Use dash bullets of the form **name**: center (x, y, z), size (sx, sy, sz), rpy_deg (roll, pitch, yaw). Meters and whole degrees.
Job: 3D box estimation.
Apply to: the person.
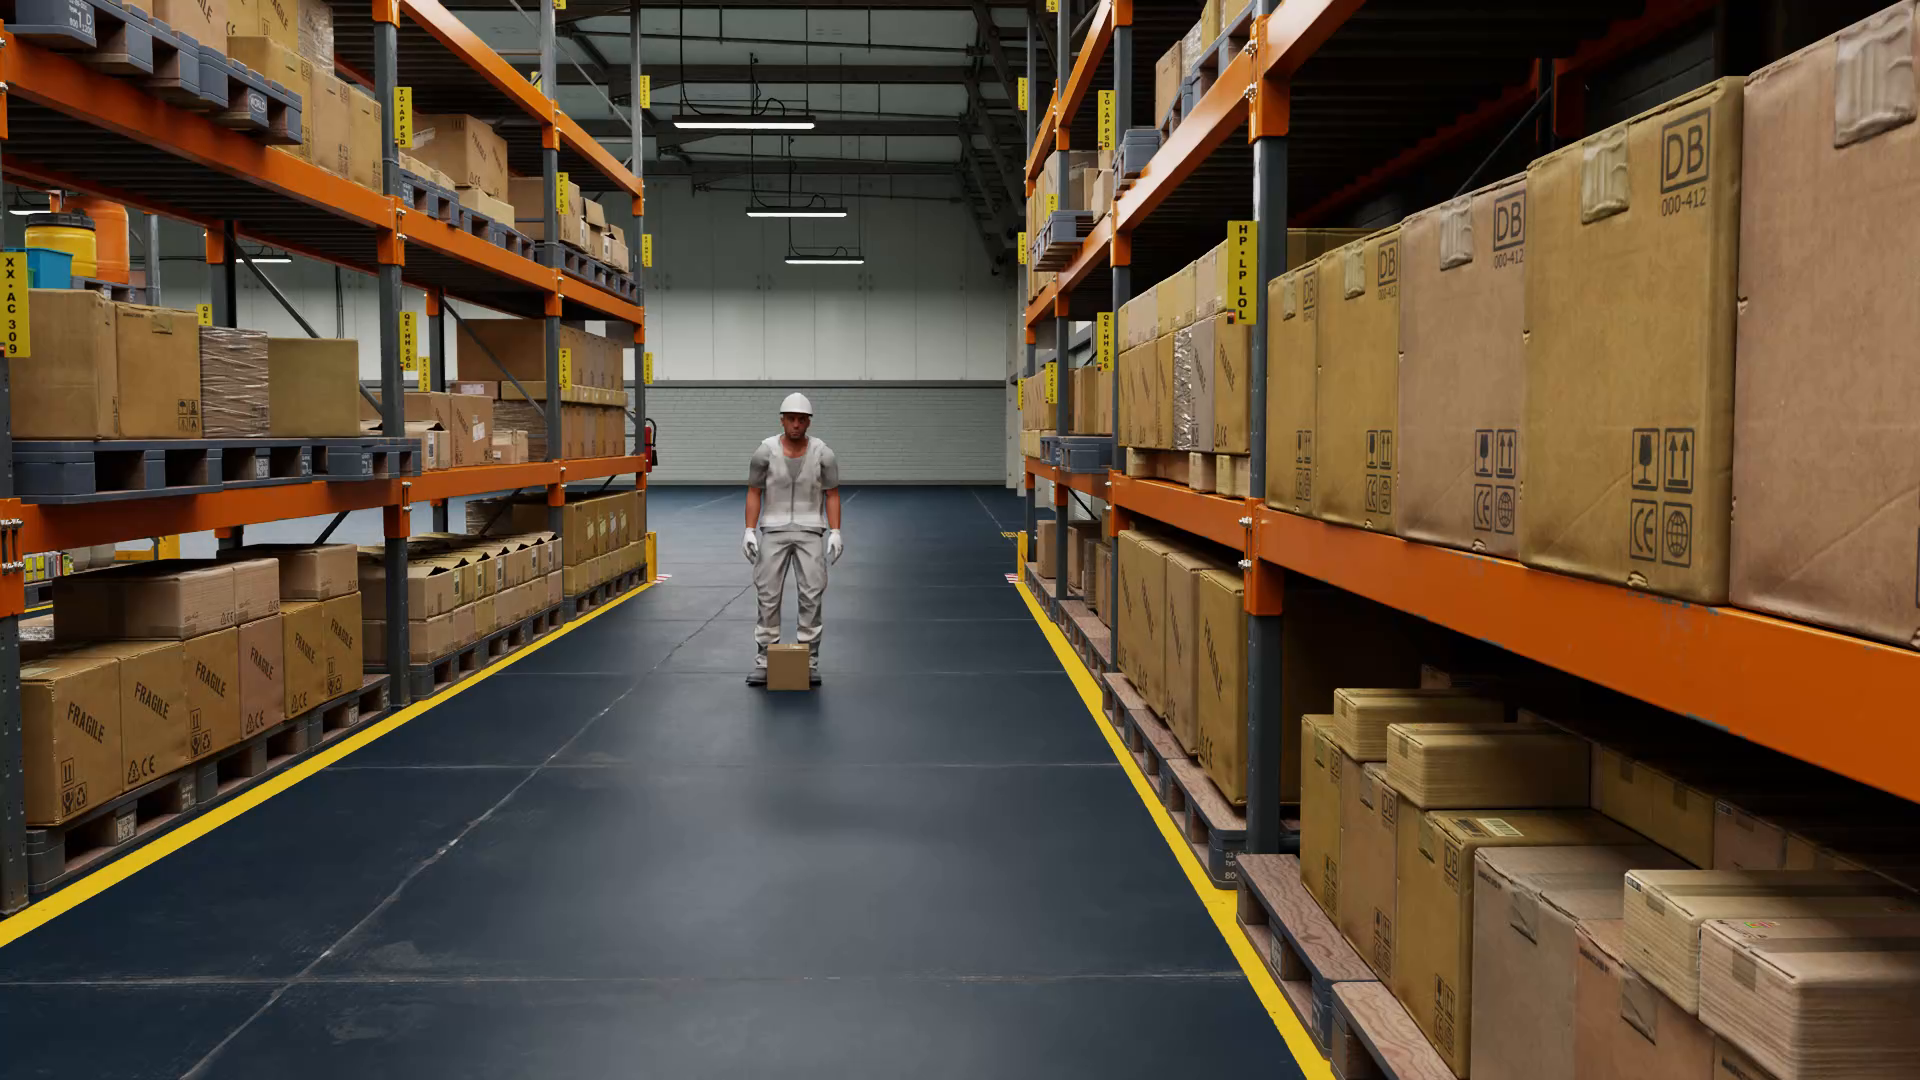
- **person**: center (-1.025, -0.010, 10.206), size (0.618, 1.779, 0.452), rpy_deg (0, 4, -5)
